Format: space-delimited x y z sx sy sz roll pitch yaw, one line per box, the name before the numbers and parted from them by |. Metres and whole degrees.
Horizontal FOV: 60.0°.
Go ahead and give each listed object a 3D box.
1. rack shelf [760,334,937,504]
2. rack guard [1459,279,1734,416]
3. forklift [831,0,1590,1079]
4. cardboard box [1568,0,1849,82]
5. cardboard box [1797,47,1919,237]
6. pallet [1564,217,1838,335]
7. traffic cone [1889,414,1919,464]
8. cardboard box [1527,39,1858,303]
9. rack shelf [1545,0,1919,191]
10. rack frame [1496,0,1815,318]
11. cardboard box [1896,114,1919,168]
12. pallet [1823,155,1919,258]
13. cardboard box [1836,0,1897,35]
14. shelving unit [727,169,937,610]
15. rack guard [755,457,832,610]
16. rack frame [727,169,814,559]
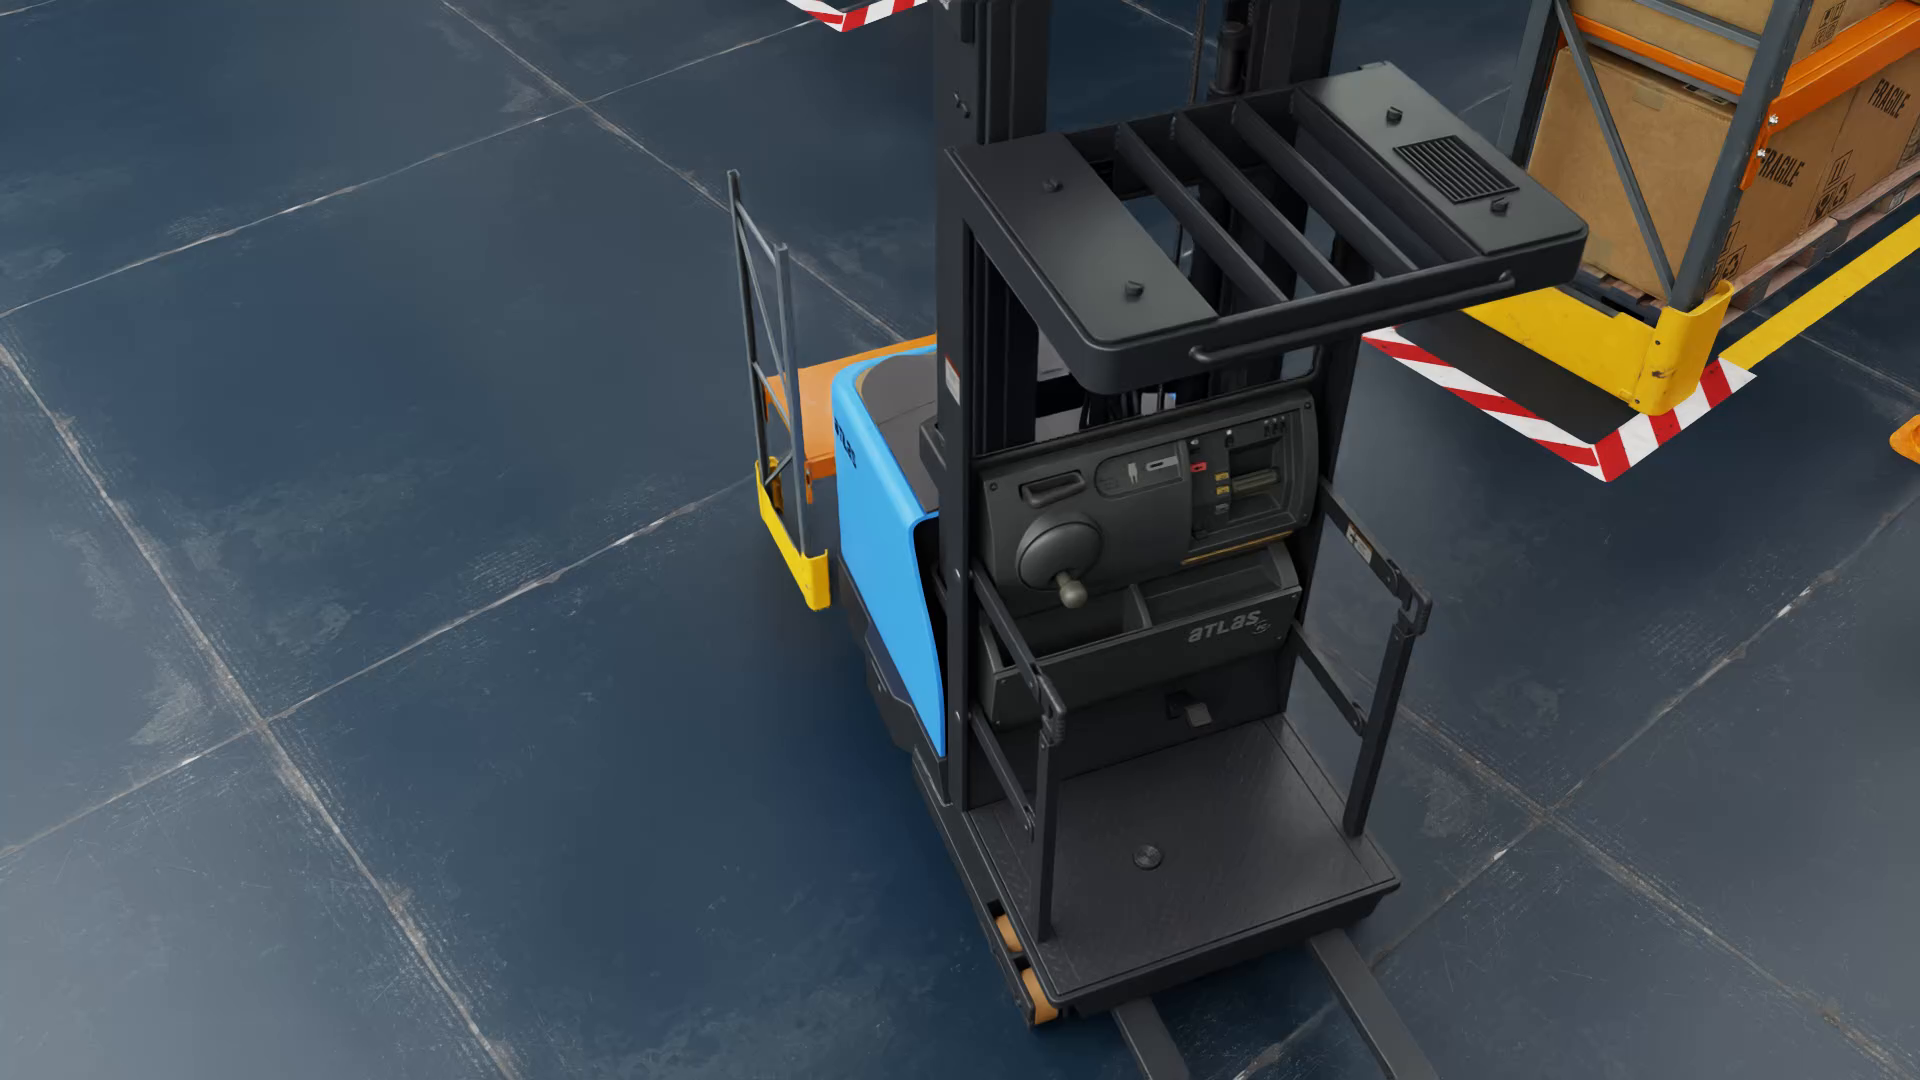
rack shelf | -0.165 -0.489 5.938 1.000 0.185 0.538 -17 46 -17
rack guard | 2.586 -1.051 7.004 0.348 0.500 1.175 -30 51 -28
forklift | 0.581 -0.013 4.123 1.130 2.935 3.031 -15 45 -15
cardboard box | 2.860 -2.215 6.307 0.550 0.550 0.875 -30 51 -28
cardboard box | 3.756 -2.072 7.510 0.875 0.875 0.875 -31 51 -28
pallet | 3.168 -1.349 7.532 1.213 0.211 1.003 -30 51 -28
traffic cone | 3.923 -0.536 6.483 0.334 0.463 0.336 -30 51 -28
cardboard box | 3.082 -1.684 7.098 0.875 0.875 0.875 -29 51 -28
rack shelf | 4.138 -2.589 7.341 4.000 0.370 1.077 -30 51 -28
rack frame | 2.604 -1.973 6.160 0.127 3.000 1.000 -30 51 -28
cardboard box | 4.456 -2.471 7.935 0.875 0.875 0.875 -29 51 -28
pallet | 4.103 -1.882 8.100 1.213 0.211 1.003 -30 51 -28
cardboard box | 3.268 -2.468 6.577 0.550 0.550 0.875 -30 51 -28
shelving unit | -0.157 -0.622 5.817 1.083 1.500 0.587 -17 46 -17
rack guard | -0.613 -0.029 6.099 0.087 0.250 0.587 -17 46 -17
rack frame | -0.631 -0.480 5.665 0.032 1.500 0.500 -17 46 -17
